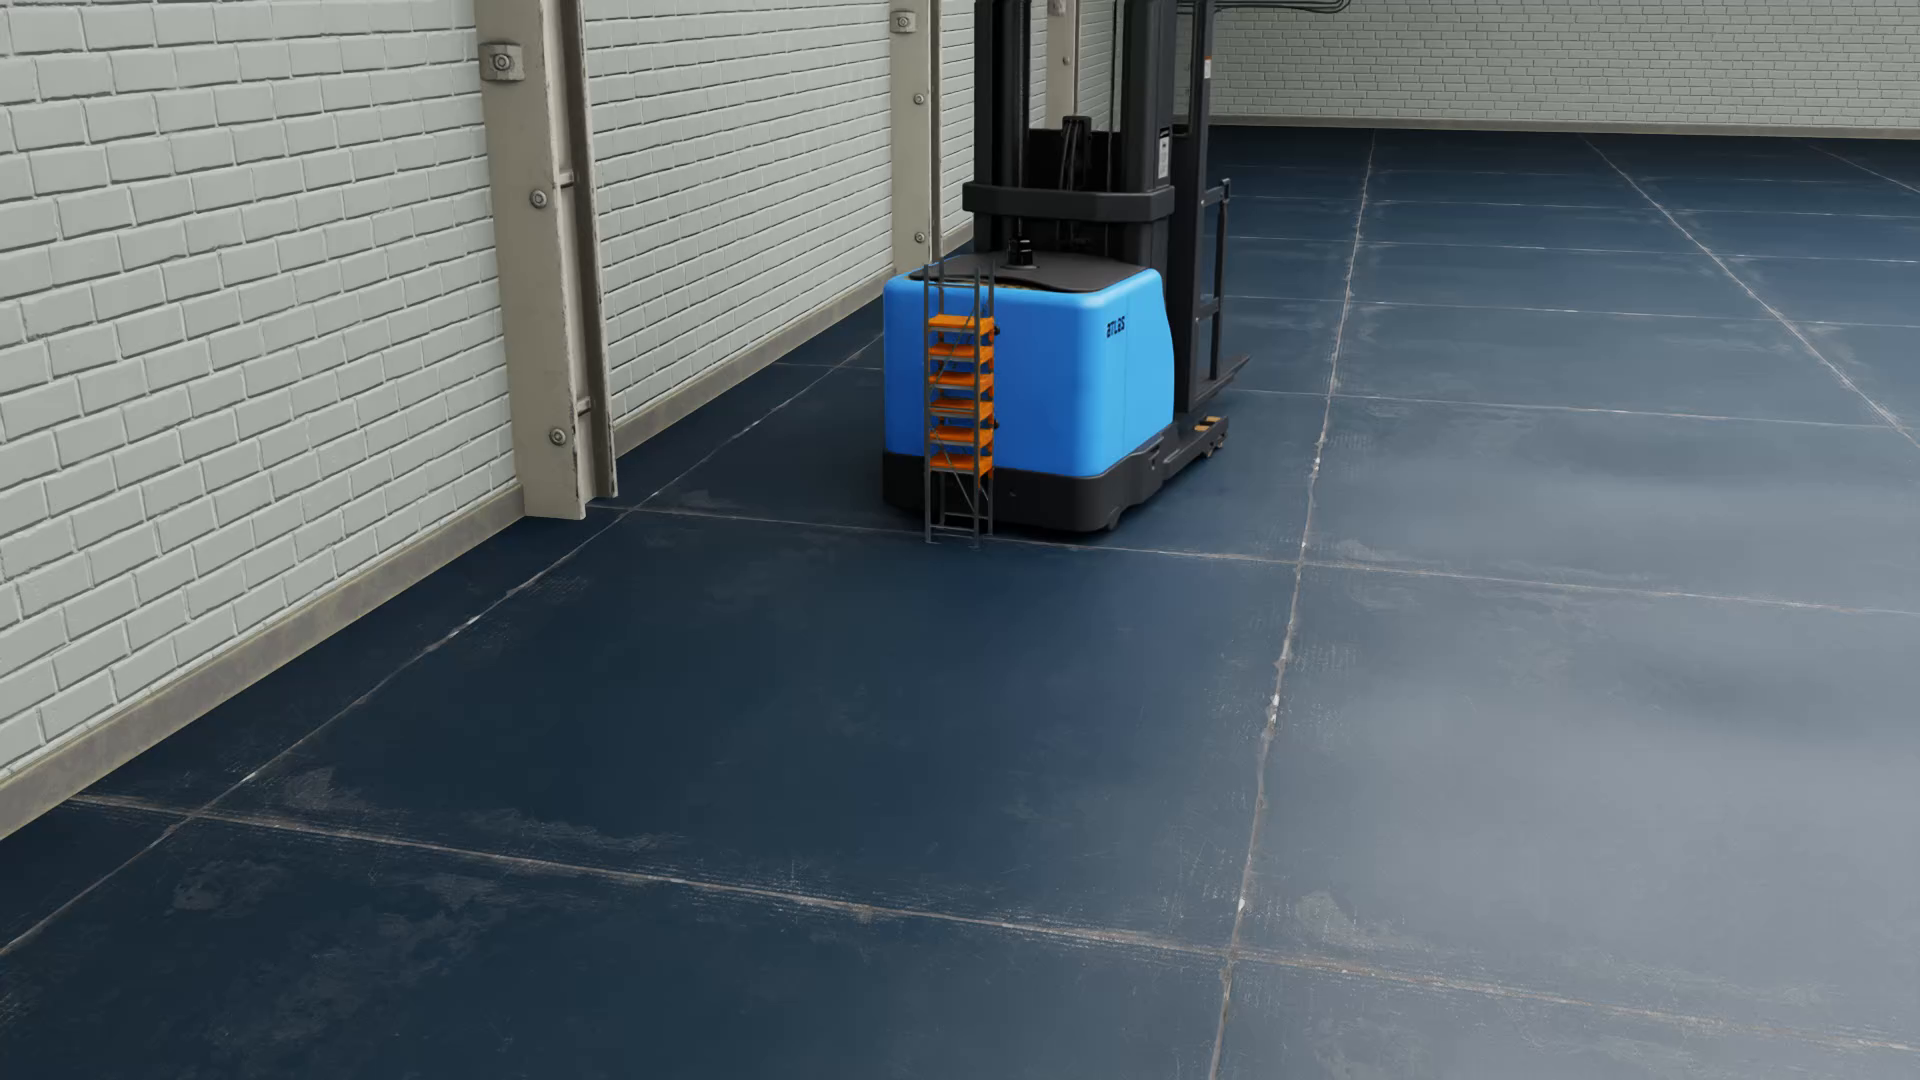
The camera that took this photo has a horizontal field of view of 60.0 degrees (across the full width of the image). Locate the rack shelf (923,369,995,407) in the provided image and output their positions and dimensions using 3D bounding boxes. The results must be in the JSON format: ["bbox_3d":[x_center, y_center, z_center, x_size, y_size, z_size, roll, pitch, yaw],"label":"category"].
[{"bbox_3d":[-0.004,-0.641,6.973,0.258,0.103,0.180,7,20,18],"label":"rack shelf"}]

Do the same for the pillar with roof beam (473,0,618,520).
[{"bbox_3d":[2.373,-4.082,5.218,9.100,9.000,0.400,5,19,13],"label":"pillar with roof beam"}]

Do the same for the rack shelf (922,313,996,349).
[{"bbox_3d":[-0.004,-0.868,6.895,0.258,0.103,0.180,7,20,18],"label":"rack shelf"}]

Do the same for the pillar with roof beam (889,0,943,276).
[{"bbox_3d":[3.839,-5.963,10.723,9.100,9.000,0.400,5,19,13],"label":"pillar with roof beam"}]

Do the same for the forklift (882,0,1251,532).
[{"bbox_3d":[0.738,-1.856,8.087,1.130,2.935,3.031,9,21,24],"label":"forklift"}]

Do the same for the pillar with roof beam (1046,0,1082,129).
[{"bbox_3d":[5.305,-7.844,16.229,9.100,9.000,0.400,5,19,13],"label":"pillar with roof beam"}]

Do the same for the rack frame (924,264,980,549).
[{"bbox_3d":[-0.034,-0.541,6.916,0.240,1.200,0.006,7,20,18],"label":"rack frame"}]

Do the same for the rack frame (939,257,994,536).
[{"bbox_3d":[0.027,-0.597,7.079,0.240,1.200,0.006,7,20,18],"label":"rack frame"}]

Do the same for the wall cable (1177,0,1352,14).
[{"bbox_3d":[4.599,-9.414,25.630,3.097,2.526,0.112,5,19,13],"label":"wall cable"}]

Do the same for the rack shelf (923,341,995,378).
[{"bbox_3d":[-0.004,-0.754,6.934,0.258,0.103,0.180,7,20,18],"label":"rack shelf"}]

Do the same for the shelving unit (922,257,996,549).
[{"bbox_3d":[-0.004,-0.569,6.997,0.258,1.200,0.189,7,20,18],"label":"shelving unit"}]

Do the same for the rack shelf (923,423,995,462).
[{"bbox_3d":[-0.004,-0.413,7.051,0.258,0.103,0.180,7,20,18],"label":"rack shelf"}]

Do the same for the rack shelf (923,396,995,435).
[{"bbox_3d":[-0.004,-0.527,7.012,0.258,0.103,0.180,7,20,18],"label":"rack shelf"}]

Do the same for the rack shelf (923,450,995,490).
[{"bbox_3d":[-0.004,-0.300,7.089,0.258,0.103,0.180,7,20,18],"label":"rack shelf"}]
